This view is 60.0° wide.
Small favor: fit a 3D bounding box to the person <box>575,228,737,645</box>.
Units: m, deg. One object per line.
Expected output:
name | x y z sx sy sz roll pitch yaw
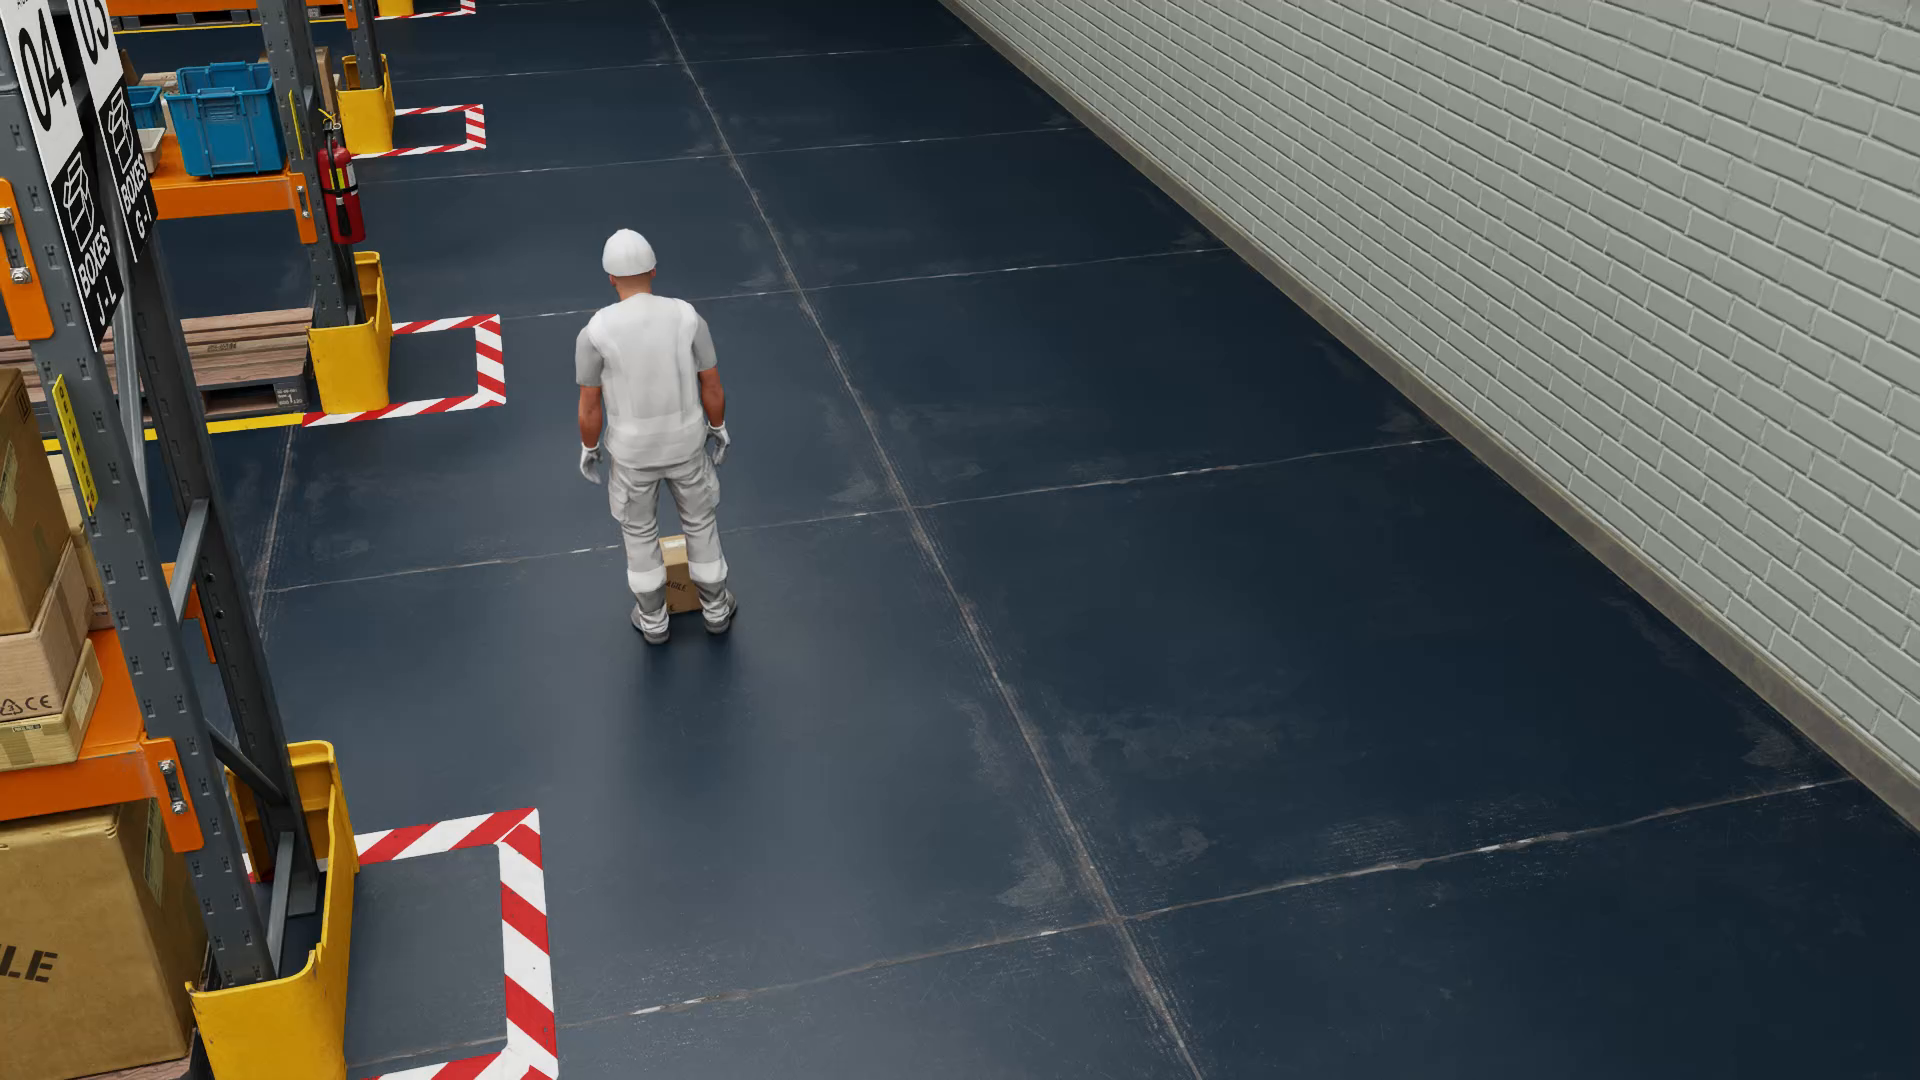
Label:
person | -1.245 -0.393 6.795 0.620 1.781 0.445 -9 31 -16
